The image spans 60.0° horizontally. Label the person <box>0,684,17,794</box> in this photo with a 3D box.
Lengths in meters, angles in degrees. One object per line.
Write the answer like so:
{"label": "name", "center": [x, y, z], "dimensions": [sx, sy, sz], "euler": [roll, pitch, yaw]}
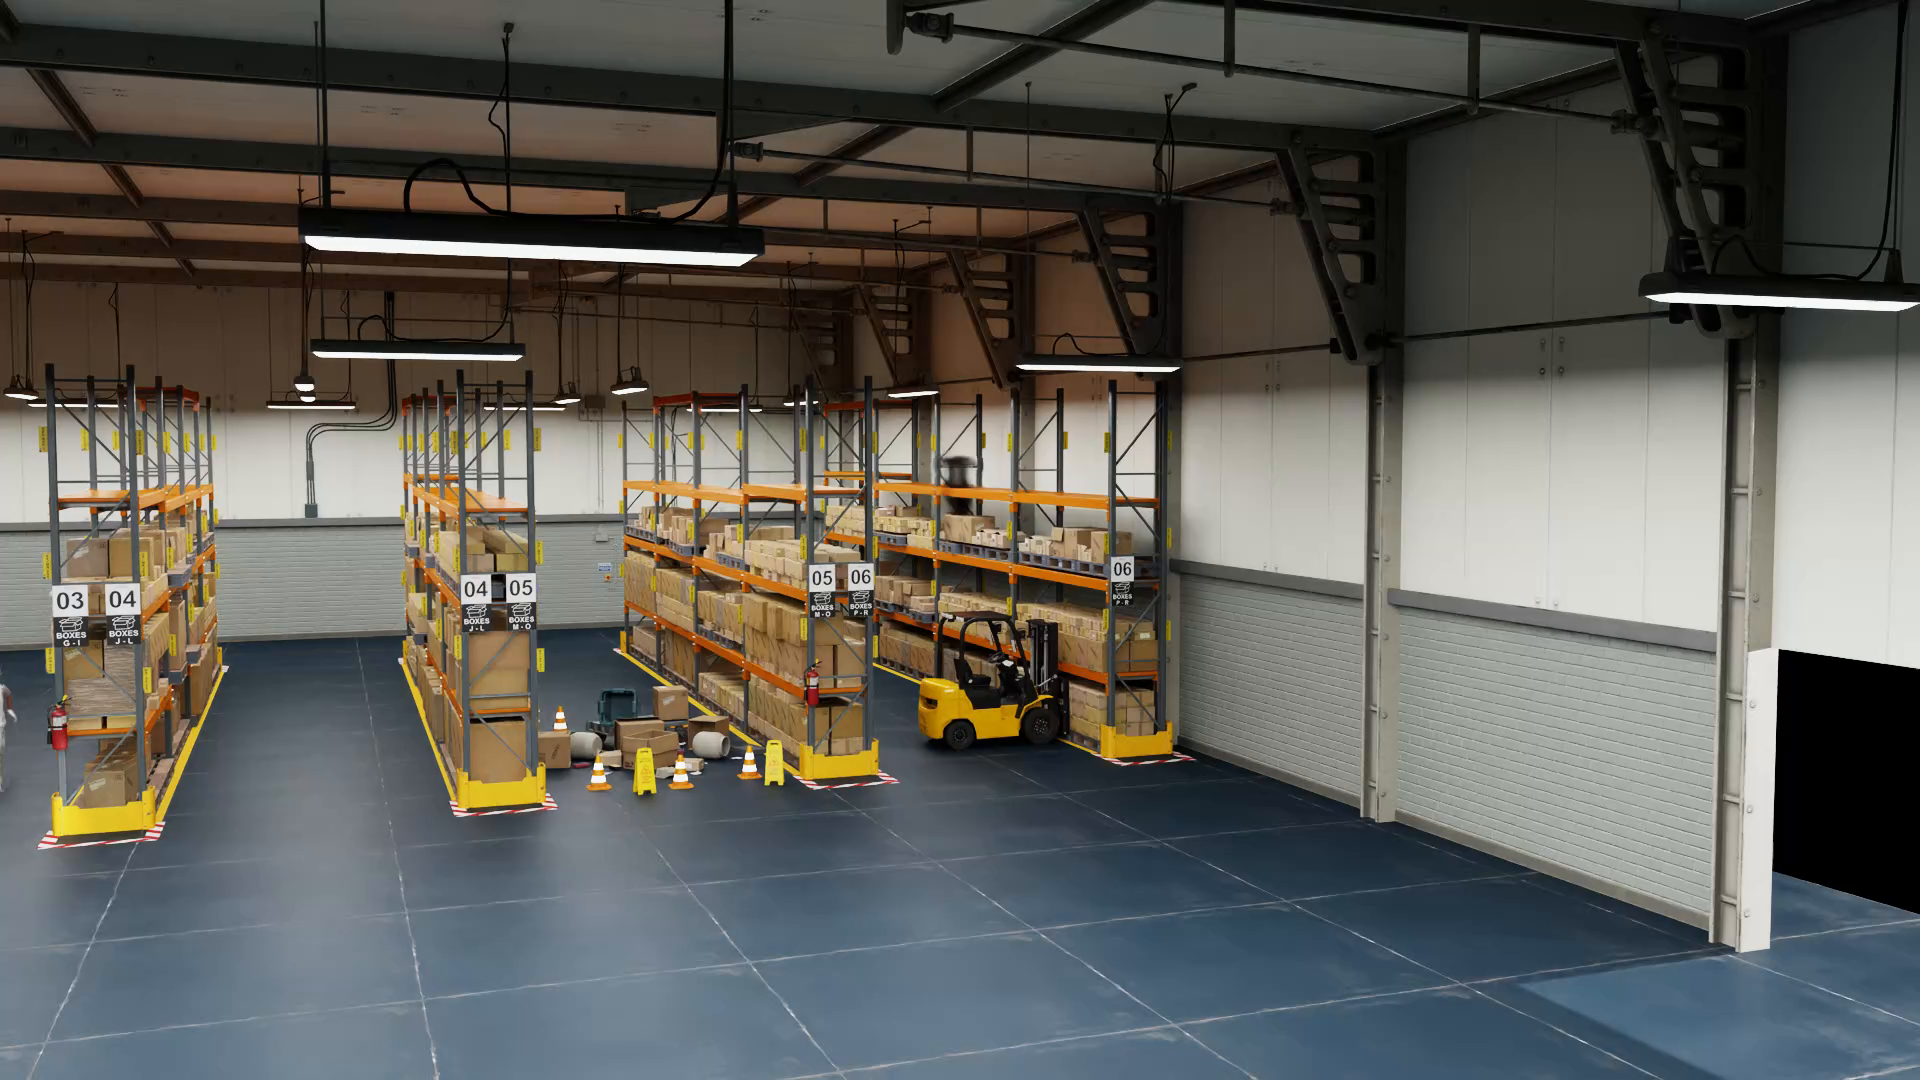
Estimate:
{"label": "person", "center": [-14.005, 2.715, 23.980], "dimensions": [0.711, 1.767, 1.004], "euler": [-2, 4, -31]}
